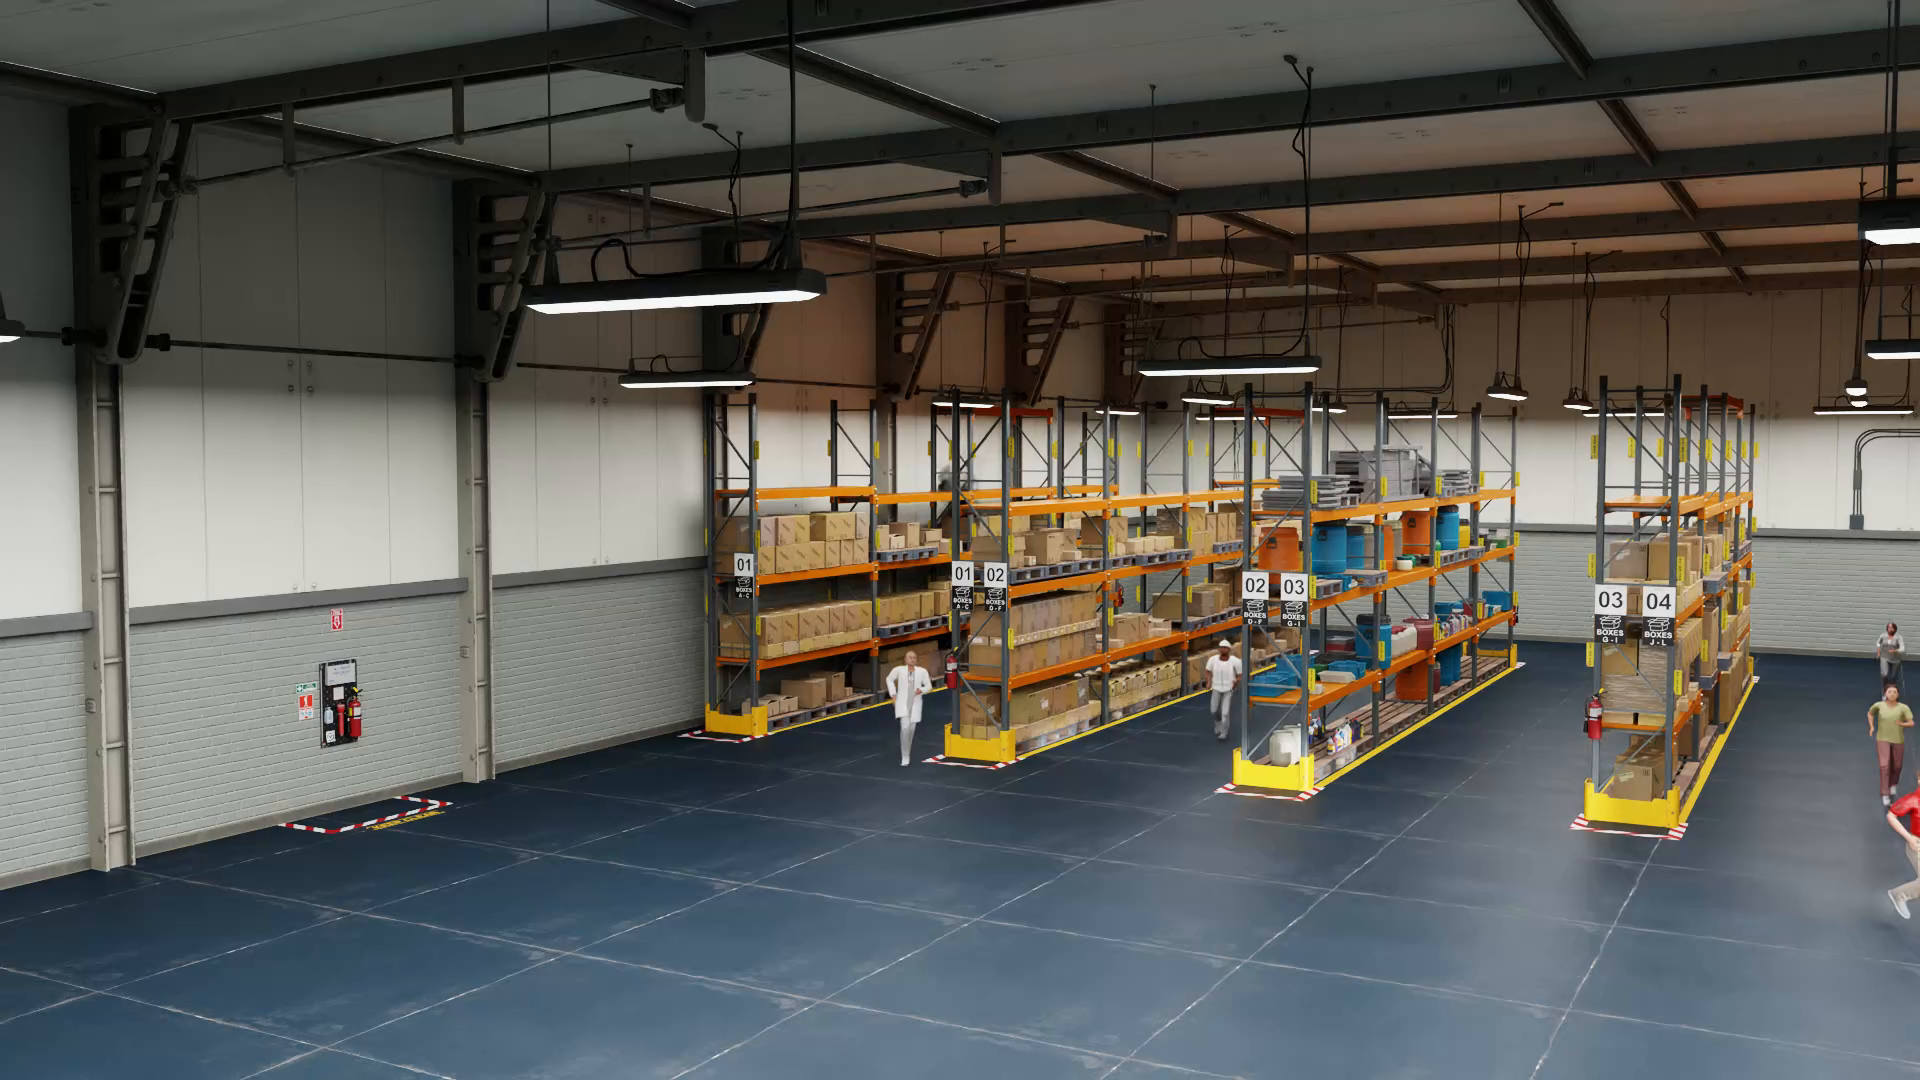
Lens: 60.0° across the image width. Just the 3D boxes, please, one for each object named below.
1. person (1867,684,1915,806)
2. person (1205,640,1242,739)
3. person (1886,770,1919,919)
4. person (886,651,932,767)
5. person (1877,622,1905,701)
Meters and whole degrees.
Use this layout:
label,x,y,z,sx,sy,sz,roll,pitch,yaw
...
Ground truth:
label,x,y,z,sx,sy,sz,roll,pitch,yaw
person,13.192,2.866,23.571,0.573,1.658,0.966,1,3,25
person,4.541,2.585,28.708,0.676,1.718,0.571,1,3,18
person,9.979,3.208,17.185,0.673,1.698,0.943,-1,3,-23
person,-0.805,2.683,26.661,0.697,1.810,0.752,-1,3,-12
person,18.368,2.425,32.837,0.496,1.629,0.769,2,4,31
